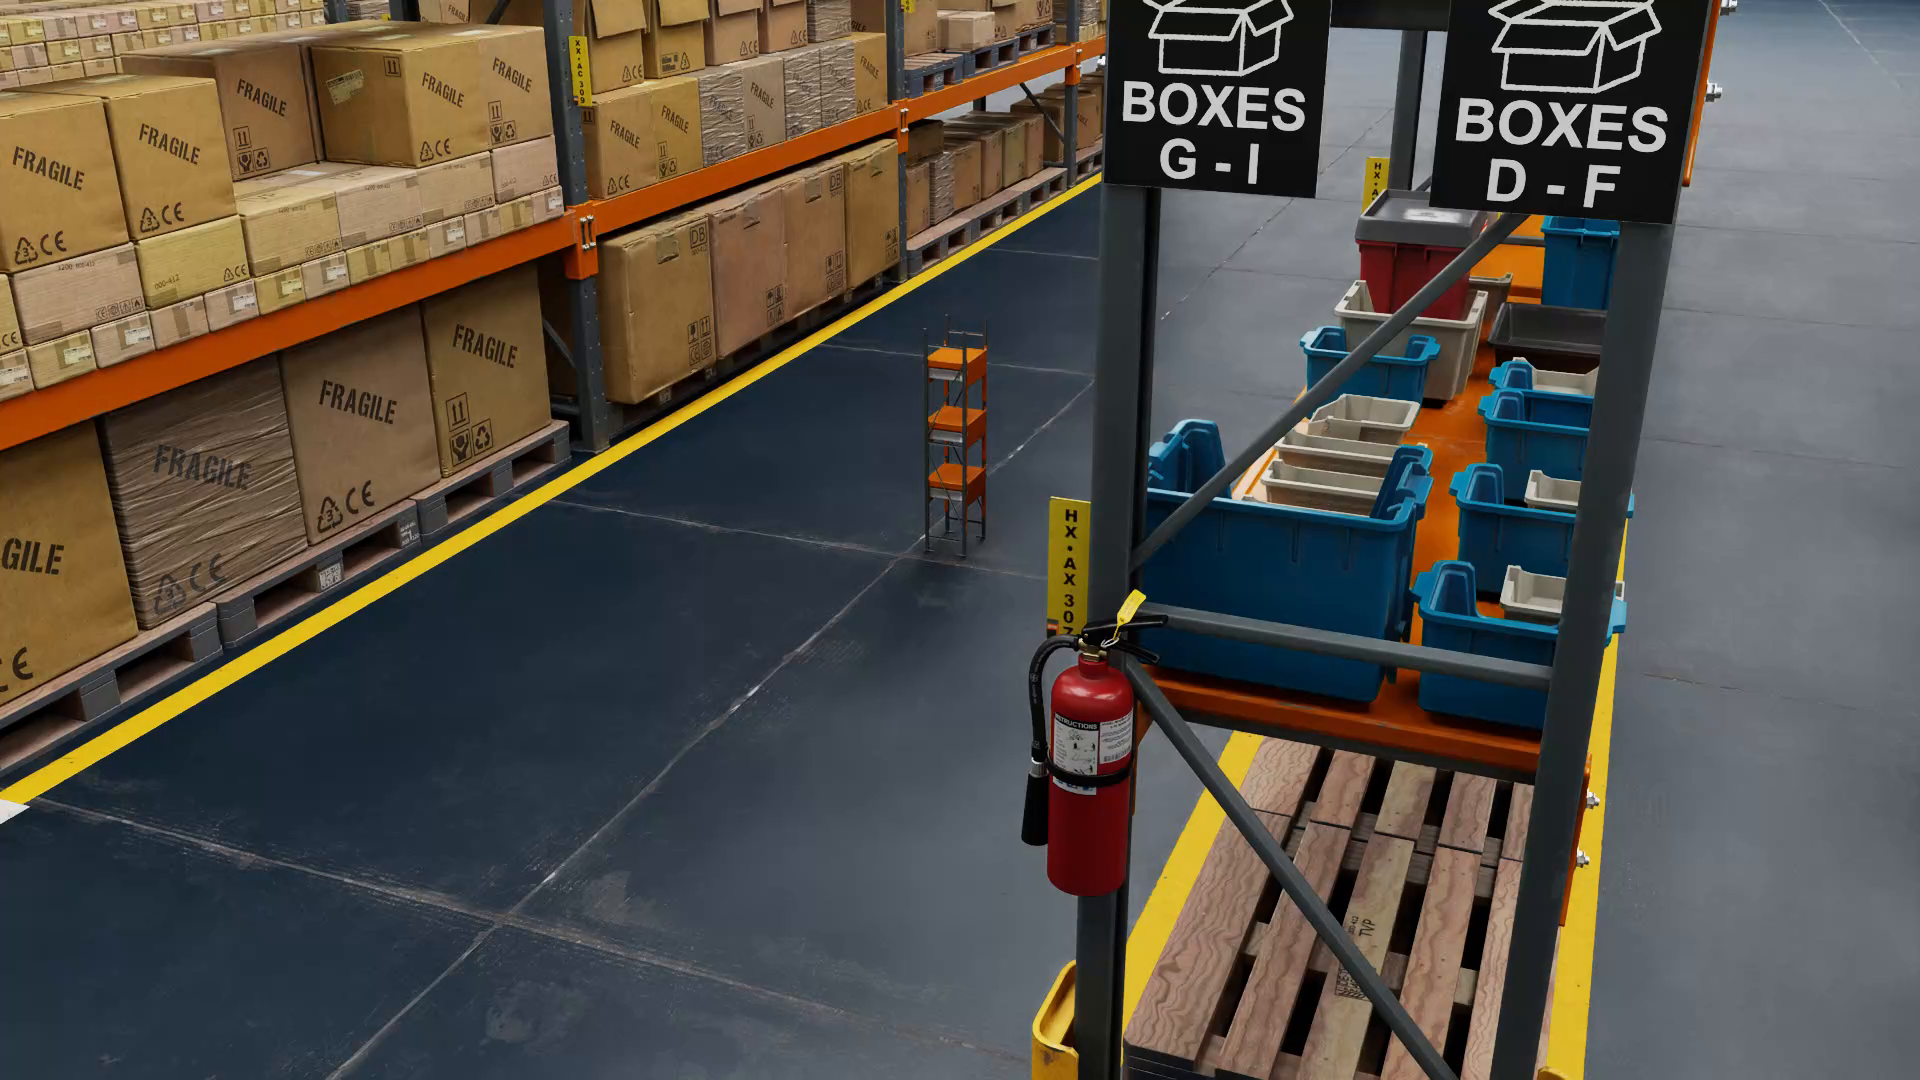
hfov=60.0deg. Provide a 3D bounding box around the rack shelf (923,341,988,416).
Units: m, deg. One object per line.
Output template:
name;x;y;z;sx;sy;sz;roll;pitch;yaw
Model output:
rack shelf;-0.020;-0.717;7.397;0.215;0.259;0.240;9;24;20

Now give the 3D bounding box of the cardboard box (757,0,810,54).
cardboard box;-1.409;-3.372;10.501;0.797;0.503;0.637;9;24;21

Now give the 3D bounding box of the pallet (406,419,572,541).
pallet;-2.719;-0.376;8.377;1.003;0.211;1.213;9;24;20

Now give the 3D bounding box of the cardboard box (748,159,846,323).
cardboard box;-1.492;-2.007;10.875;1.225;0.875;0.875;9;24;20

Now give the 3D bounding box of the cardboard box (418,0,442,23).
cardboard box;-4.842;-4.452;14.387;0.500;0.500;0.500;9;24;20

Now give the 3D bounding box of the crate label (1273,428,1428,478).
crate label;1.086;-0.212;4.630;0.396;0.136;0.243;9;24;20

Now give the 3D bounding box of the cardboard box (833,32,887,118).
cardboard box;-0.831;-3.190;11.364;0.500;0.500;0.500;10;25;22

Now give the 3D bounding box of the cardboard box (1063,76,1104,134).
cardboard box;1.406;-4.597;17.563;0.500;0.500;0.500;11;25;25

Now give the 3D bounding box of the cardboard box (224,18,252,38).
cardboard box;-5.492;-3.795;12.339;0.380;0.149;0.250;9;24;20

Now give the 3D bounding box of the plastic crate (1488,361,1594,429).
plastic crate;1.747;-0.354;4.845;0.416;0.233;0.300;9;24;20

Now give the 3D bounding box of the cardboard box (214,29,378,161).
cardboard box;-2.969;-2.028;7.550;0.500;0.500;0.500;9;24;20

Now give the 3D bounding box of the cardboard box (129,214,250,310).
cardboard box;-3.043;-1.060;6.205;0.500;0.250;0.500;8;24;18

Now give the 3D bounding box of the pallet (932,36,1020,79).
pallet;-0.180;-3.981;13.638;1.003;0.211;1.213;9;24;20

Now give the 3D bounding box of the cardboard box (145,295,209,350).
cardboard box;-3.031;-0.824;6.158;0.380;0.149;0.250;8;24;19

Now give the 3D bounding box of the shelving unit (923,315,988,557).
shelving unit;-0.020;-0.465;7.502;0.215;1.050;0.252;9;24;20

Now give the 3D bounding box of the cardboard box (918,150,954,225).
cardboard box;-0.453;-2.848;13.349;0.700;0.500;0.500;7;24;16

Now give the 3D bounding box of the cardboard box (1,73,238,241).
cardboard box;-3.048;-1.405;6.058;0.500;0.500;0.500;8;24;19

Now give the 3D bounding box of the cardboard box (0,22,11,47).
cardboard box;-6.260;-3.198;10.525;0.380;0.149;0.250;9;24;22

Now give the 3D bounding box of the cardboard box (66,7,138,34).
cardboard box;-5.878;-3.561;11.392;0.380;0.149;0.250;10;25;22

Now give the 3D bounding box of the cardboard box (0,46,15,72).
cardboard box;-6.263;-3.054;10.564;0.380;0.149;0.250;8;24;19

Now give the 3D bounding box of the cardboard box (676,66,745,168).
cardboard box;-1.588;-2.458;9.613;0.500;0.500;0.500;8;24;19

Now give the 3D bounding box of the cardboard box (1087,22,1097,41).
cardboard box;1.072;-4.792;15.657;0.380;0.149;0.250;9;24;20

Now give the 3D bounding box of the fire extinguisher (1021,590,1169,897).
fire extinguisher;0.271;0.413;3.453;0.296;0.674;0.183;9;24;20

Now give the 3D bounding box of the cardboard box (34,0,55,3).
cardboard box;-9.297;-5.429;16.637;0.380;0.149;0.250;10;25;22

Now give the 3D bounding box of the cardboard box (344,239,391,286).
cardboard box;-2.650;-1.192;7.038;0.380;0.149;0.250;8;24;19

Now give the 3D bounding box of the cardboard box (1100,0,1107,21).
cardboard box;1.051;-5.296;16.022;0.875;0.500;0.500;9;24;20

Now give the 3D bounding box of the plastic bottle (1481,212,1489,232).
plastic bottle;2.340;-1.430;7.540;0.097;0.201;0.097;0;23;0

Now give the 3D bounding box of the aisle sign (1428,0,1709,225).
aisle sign;0.998;-0.915;2.675;0.394;0.787;0.004;9;24;20

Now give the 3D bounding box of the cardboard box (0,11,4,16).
cardboard box;-6.669;-3.477;11.191;0.380;0.149;0.250;9;24;20

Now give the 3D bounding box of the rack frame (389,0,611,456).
rack frame;-2.363;-1.924;8.465;1.000;3.000;0.127;9;24;20

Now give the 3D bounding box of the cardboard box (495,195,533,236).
cardboard box;-2.268;-1.560;7.918;0.380;0.149;0.250;9;24;21

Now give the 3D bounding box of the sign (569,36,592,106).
sign;-1.848;-2.281;8.093;0.100;0.325;0.005;9;24;20

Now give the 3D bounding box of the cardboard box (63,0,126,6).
cardboard box;-6.283;-3.846;12.075;0.380;0.149;0.250;10;25;22

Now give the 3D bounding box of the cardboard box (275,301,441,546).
cardboard box;-3.017;-0.591;7.484;0.875;0.875;0.875;9;24;20

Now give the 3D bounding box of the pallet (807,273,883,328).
pallet;-1.240;-1.797;11.779;1.003;0.211;1.213;9;24;20

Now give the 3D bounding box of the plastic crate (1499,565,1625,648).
plastic crate;1.343;0.166;3.724;0.250;0.136;0.298;9;24;20

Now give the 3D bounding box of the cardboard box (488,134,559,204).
cardboard box;-2.284;-1.797;7.968;0.500;0.250;0.500;8;24;19

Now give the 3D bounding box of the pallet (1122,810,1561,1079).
pallet;1.092;1.214;4.571;1.003;0.211;1.213;9;24;20

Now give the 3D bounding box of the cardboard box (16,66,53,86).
cardboard box;-6.164;-3.012;10.851;0.380;0.149;0.250;9;24;20

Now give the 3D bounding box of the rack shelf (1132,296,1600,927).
rack shelf;1.492;-0.167;5.192;1.077;0.370;4.000;9;24;20

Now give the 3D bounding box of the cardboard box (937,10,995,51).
cardboard box;-0.042;-4.047;13.196;0.500;0.250;0.500;8;24;19

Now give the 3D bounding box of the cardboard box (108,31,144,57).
cardboard box;-5.875;-3.431;11.467;0.380;0.149;0.250;8;24;19

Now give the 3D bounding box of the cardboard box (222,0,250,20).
cardboard box;-5.490;-3.934;12.285;0.380;0.149;0.250;10;24;22

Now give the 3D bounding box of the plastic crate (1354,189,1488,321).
plastic crate;1.671;-0.989;6.064;0.402;0.464;0.583;9;24;20

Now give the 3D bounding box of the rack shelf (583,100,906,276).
rack shelf;-1.621;-2.308;10.317;1.077;0.370;4.000;9;24;20

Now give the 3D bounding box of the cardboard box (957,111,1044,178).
cardboard box;0.360;-3.620;15.197;0.700;0.500;0.500;7;24;16
